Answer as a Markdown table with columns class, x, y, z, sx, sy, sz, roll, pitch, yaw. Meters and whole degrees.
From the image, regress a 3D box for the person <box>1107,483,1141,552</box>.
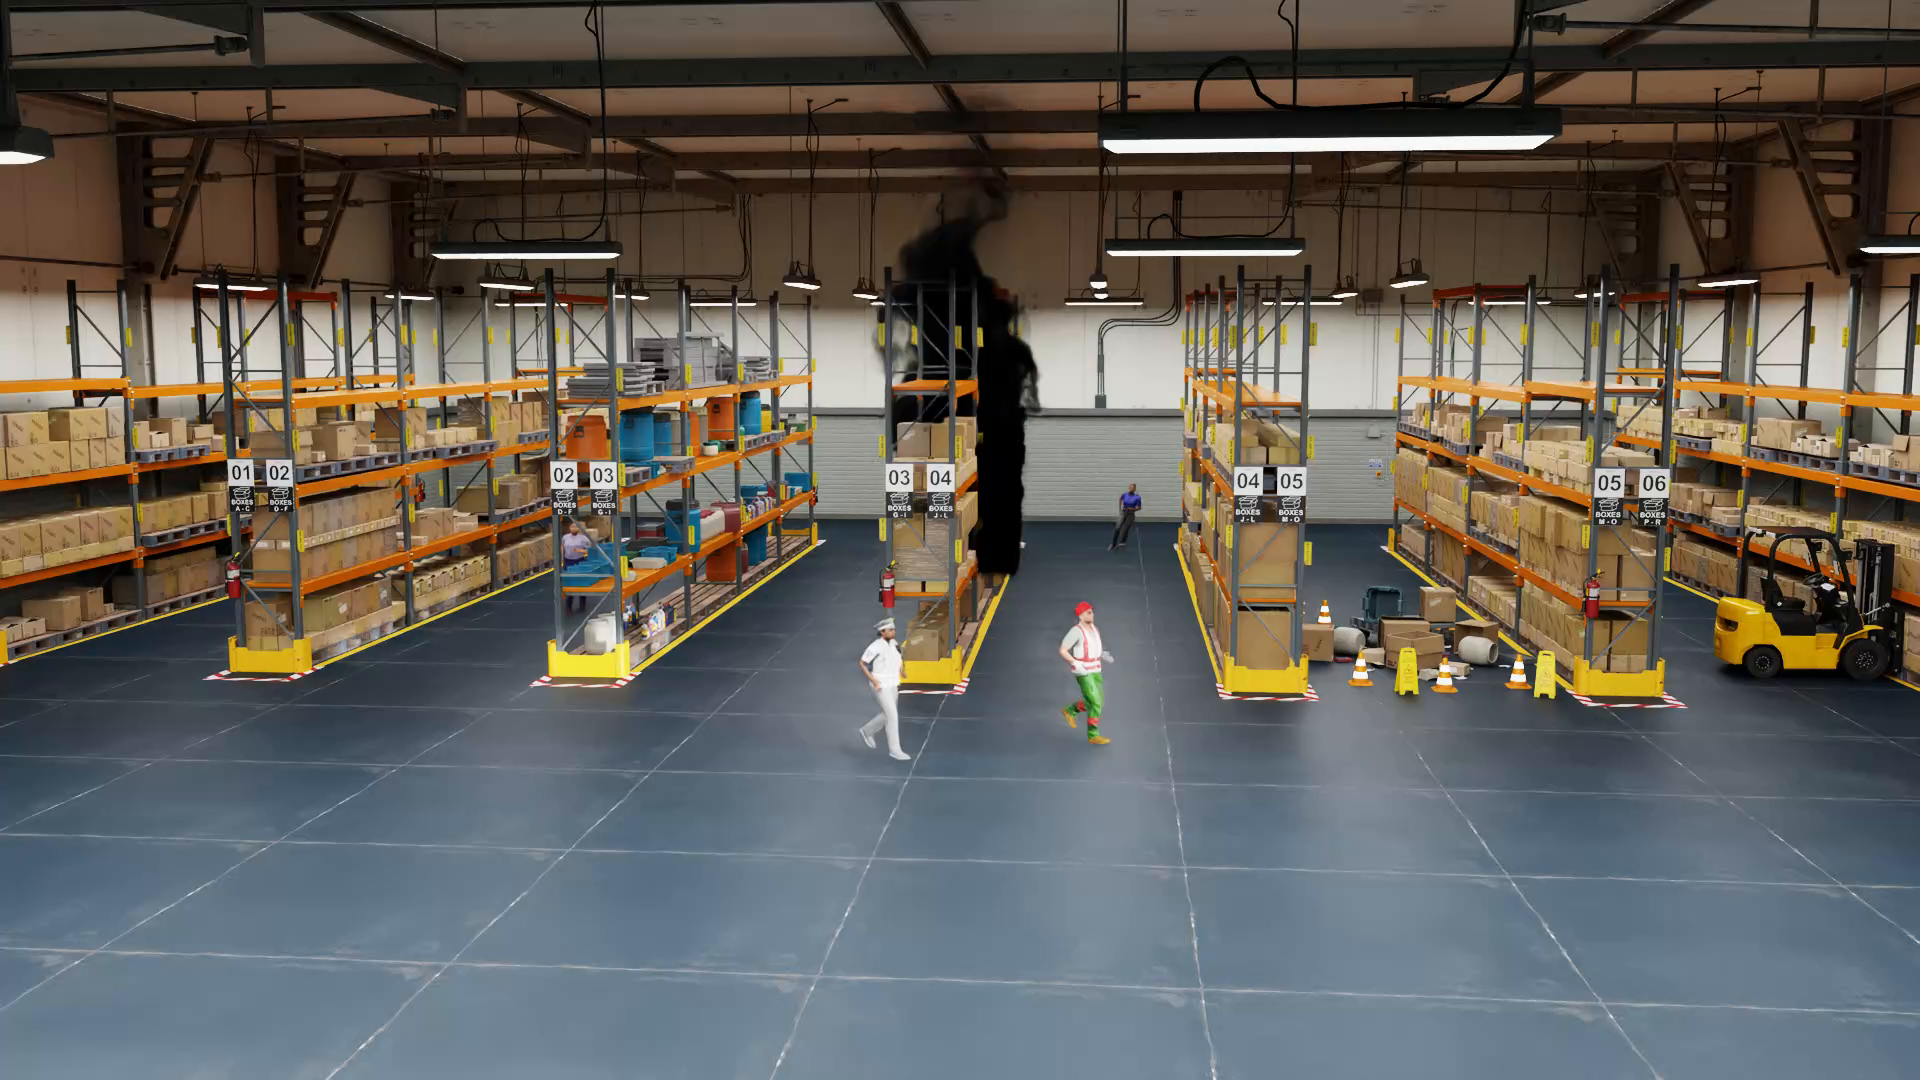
| class | x | y | z | sx | sy | sz | roll | pitch | yaw |
| --- | --- | --- | --- | --- | --- | --- | --- | --- | --- |
| person | 3.919 | -0.553 | 39.292 | 0.752 | 1.603 | 0.774 | 2 | 7 | 19 |

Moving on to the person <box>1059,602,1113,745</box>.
| class | x | y | z | sx | sy | sz | roll | pitch | yaw |
| --- | --- | --- | --- | --- | --- | --- | --- | --- | --- |
| person | 1.541 | 1.638 | 20.636 | 0.786 | 1.748 | 0.663 | 6 | 9 | 40 |

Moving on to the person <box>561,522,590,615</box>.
| class | x | y | z | sx | sy | sz | roll | pitch | yaw |
| --- | --- | --- | --- | --- | --- | --- | --- | --- | --- |
| person | -7.036 | 0.500 | 30.409 | 0.580 | 1.709 | 0.740 | -1 | 7 | -7 |

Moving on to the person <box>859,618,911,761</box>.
| class | x | y | z | sx | sy | sz | roll | pitch | yaw |
| --- | --- | --- | --- | --- | --- | --- | --- | --- | --- |
| person | -0.911 | 1.750 | 19.885 | 0.788 | 1.681 | 0.597 | 5 | 8 | 34 |
